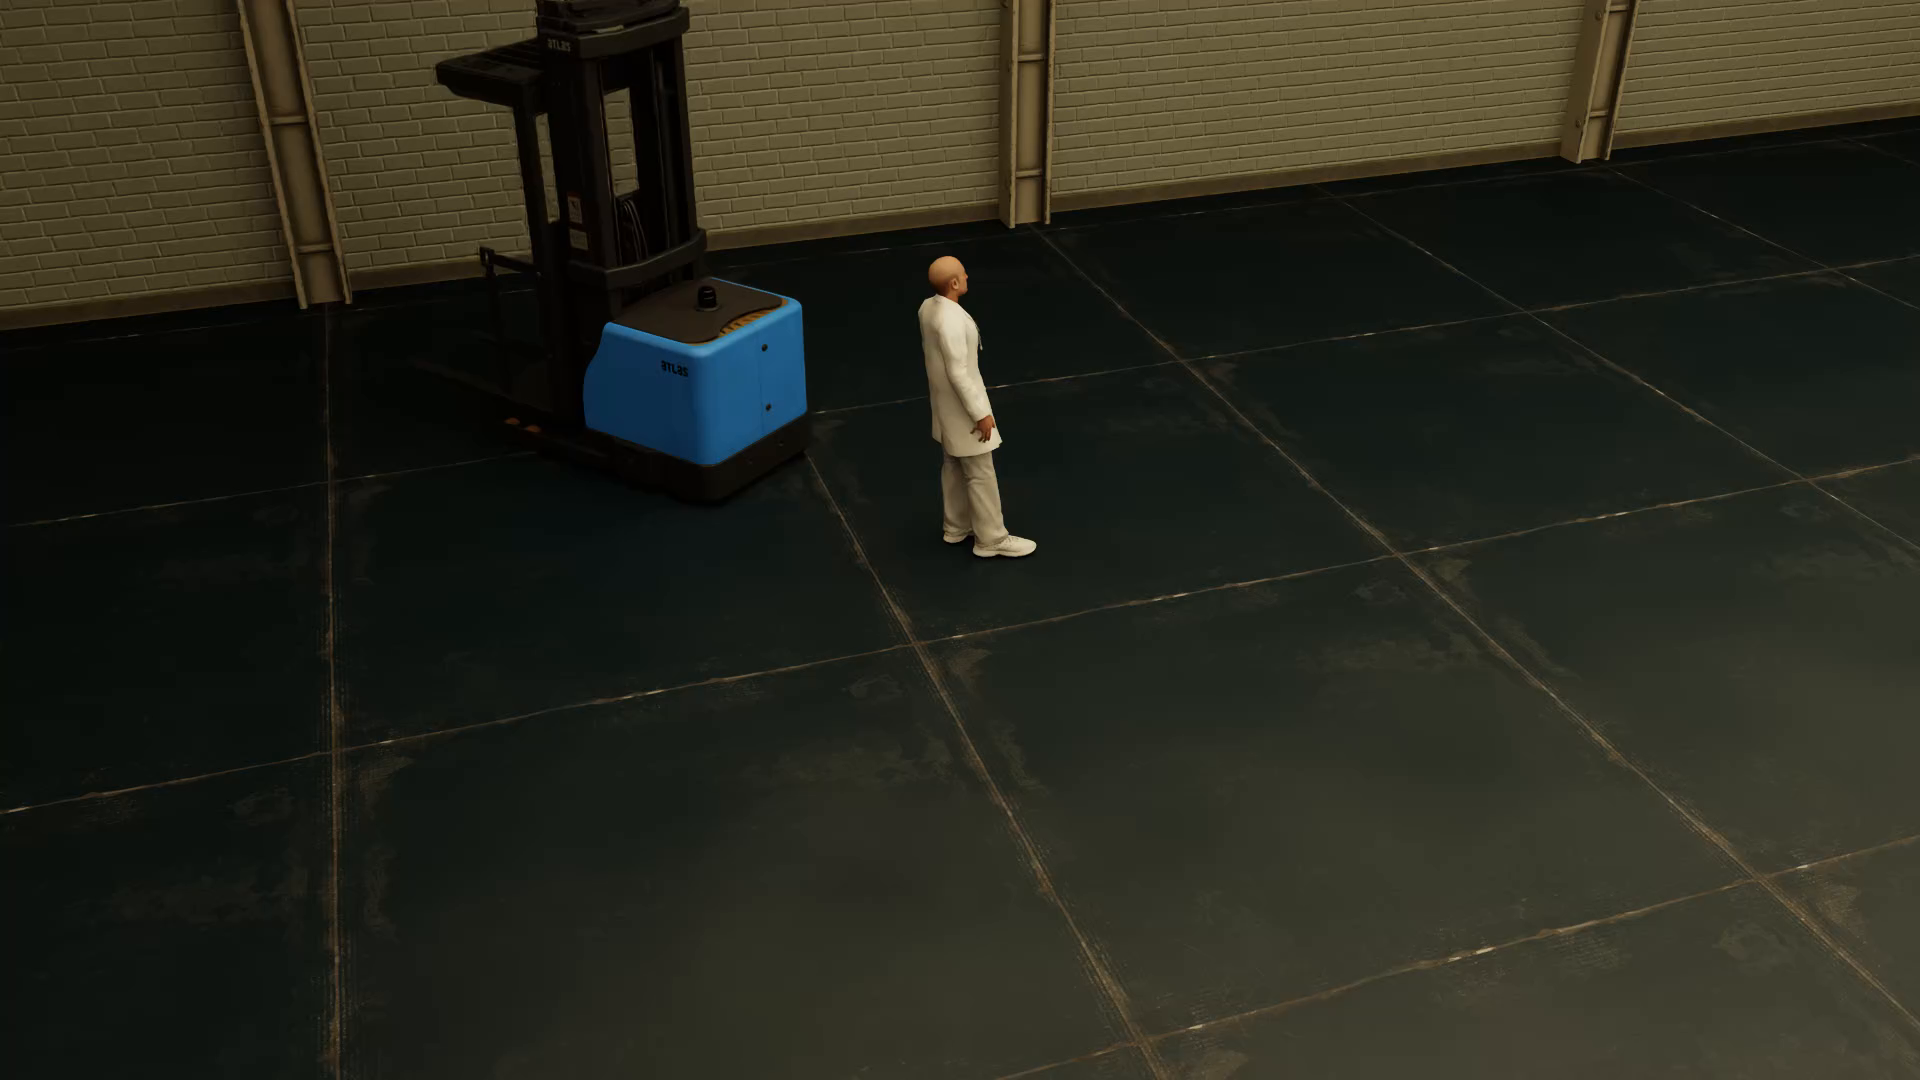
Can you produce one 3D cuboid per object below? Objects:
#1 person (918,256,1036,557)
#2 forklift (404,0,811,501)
[{"bbox_3d":[0.088,-0.790,9.601,0.578,1.777,0.698,-10,31,-16],"label":"person"},{"bbox_3d":[-2.495,-2.066,10.678,3.031,2.935,1.130,18,35,29],"label":"forklift"}]
